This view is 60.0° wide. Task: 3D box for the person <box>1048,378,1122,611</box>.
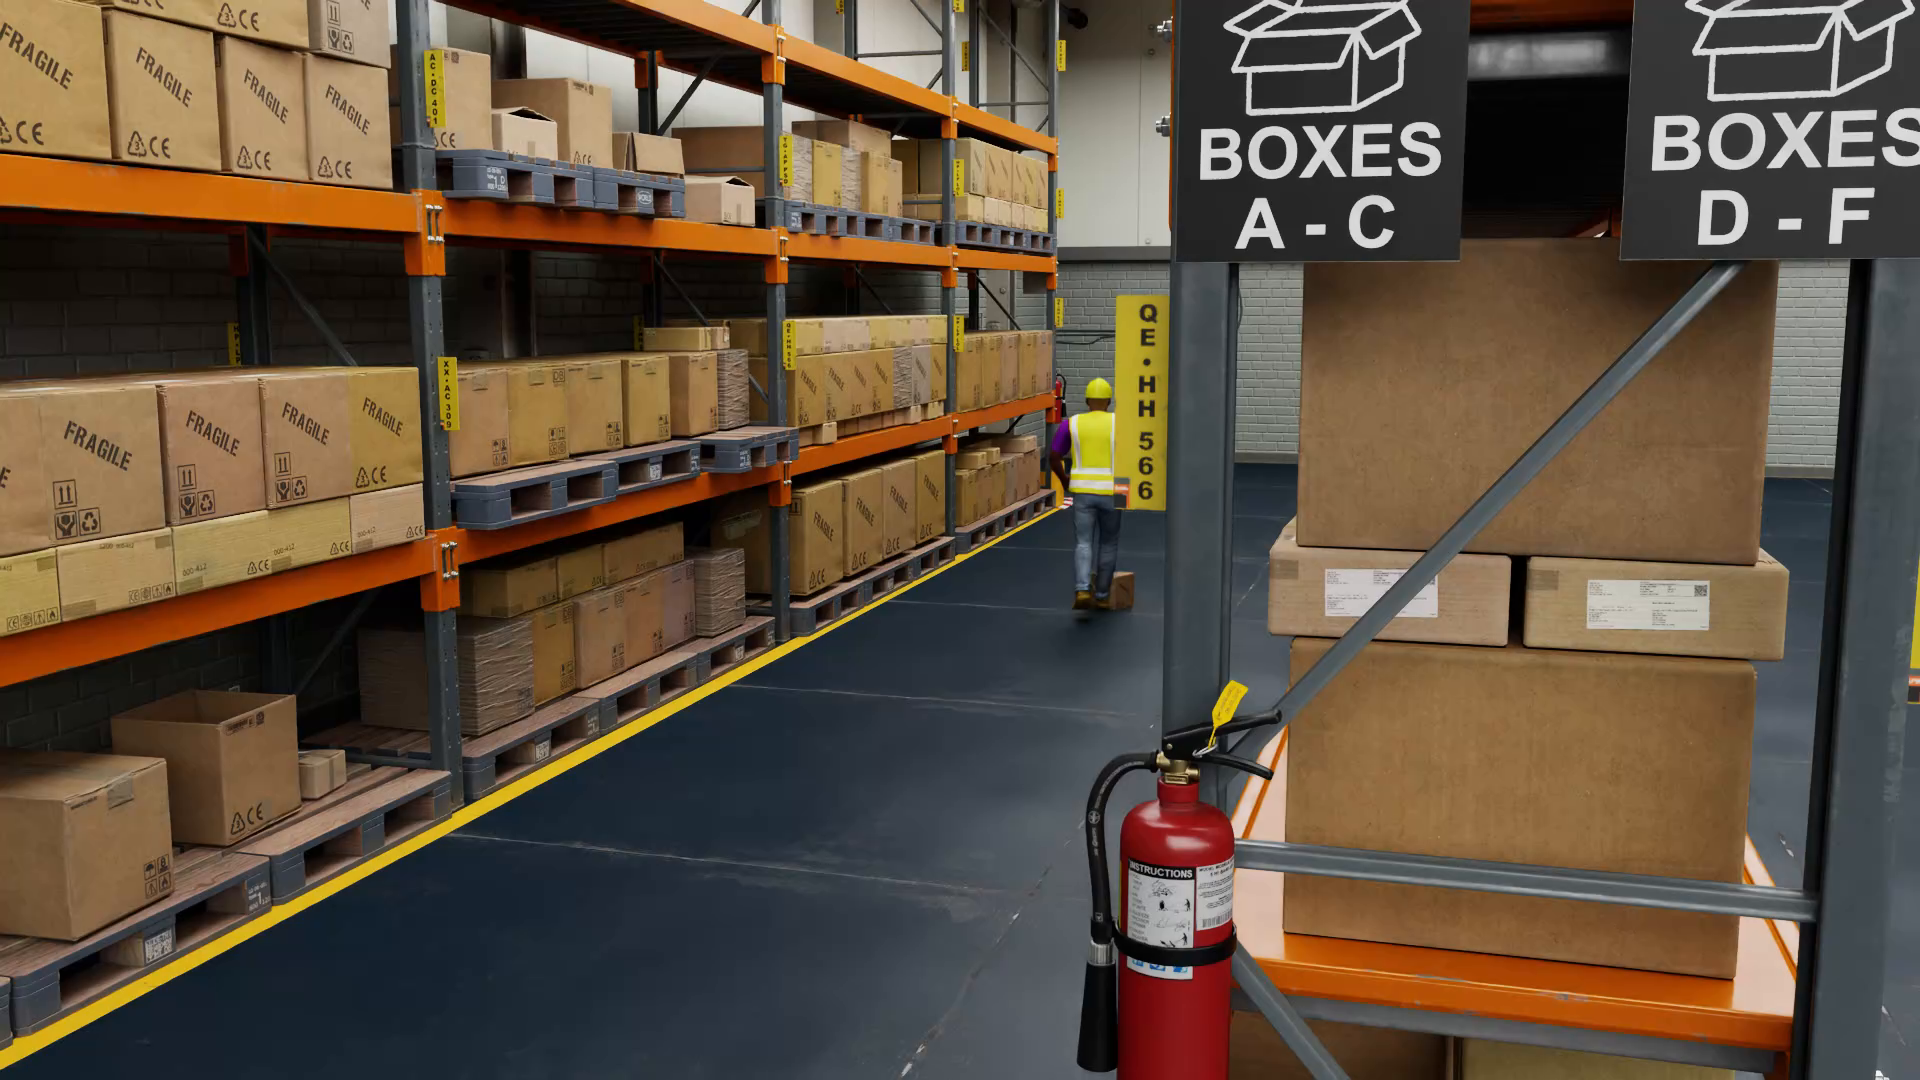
[{"bbox_3d":[1.022,-0.326,12.492,0.730,1.759,0.809,1,8,7],"label":"person"}]
